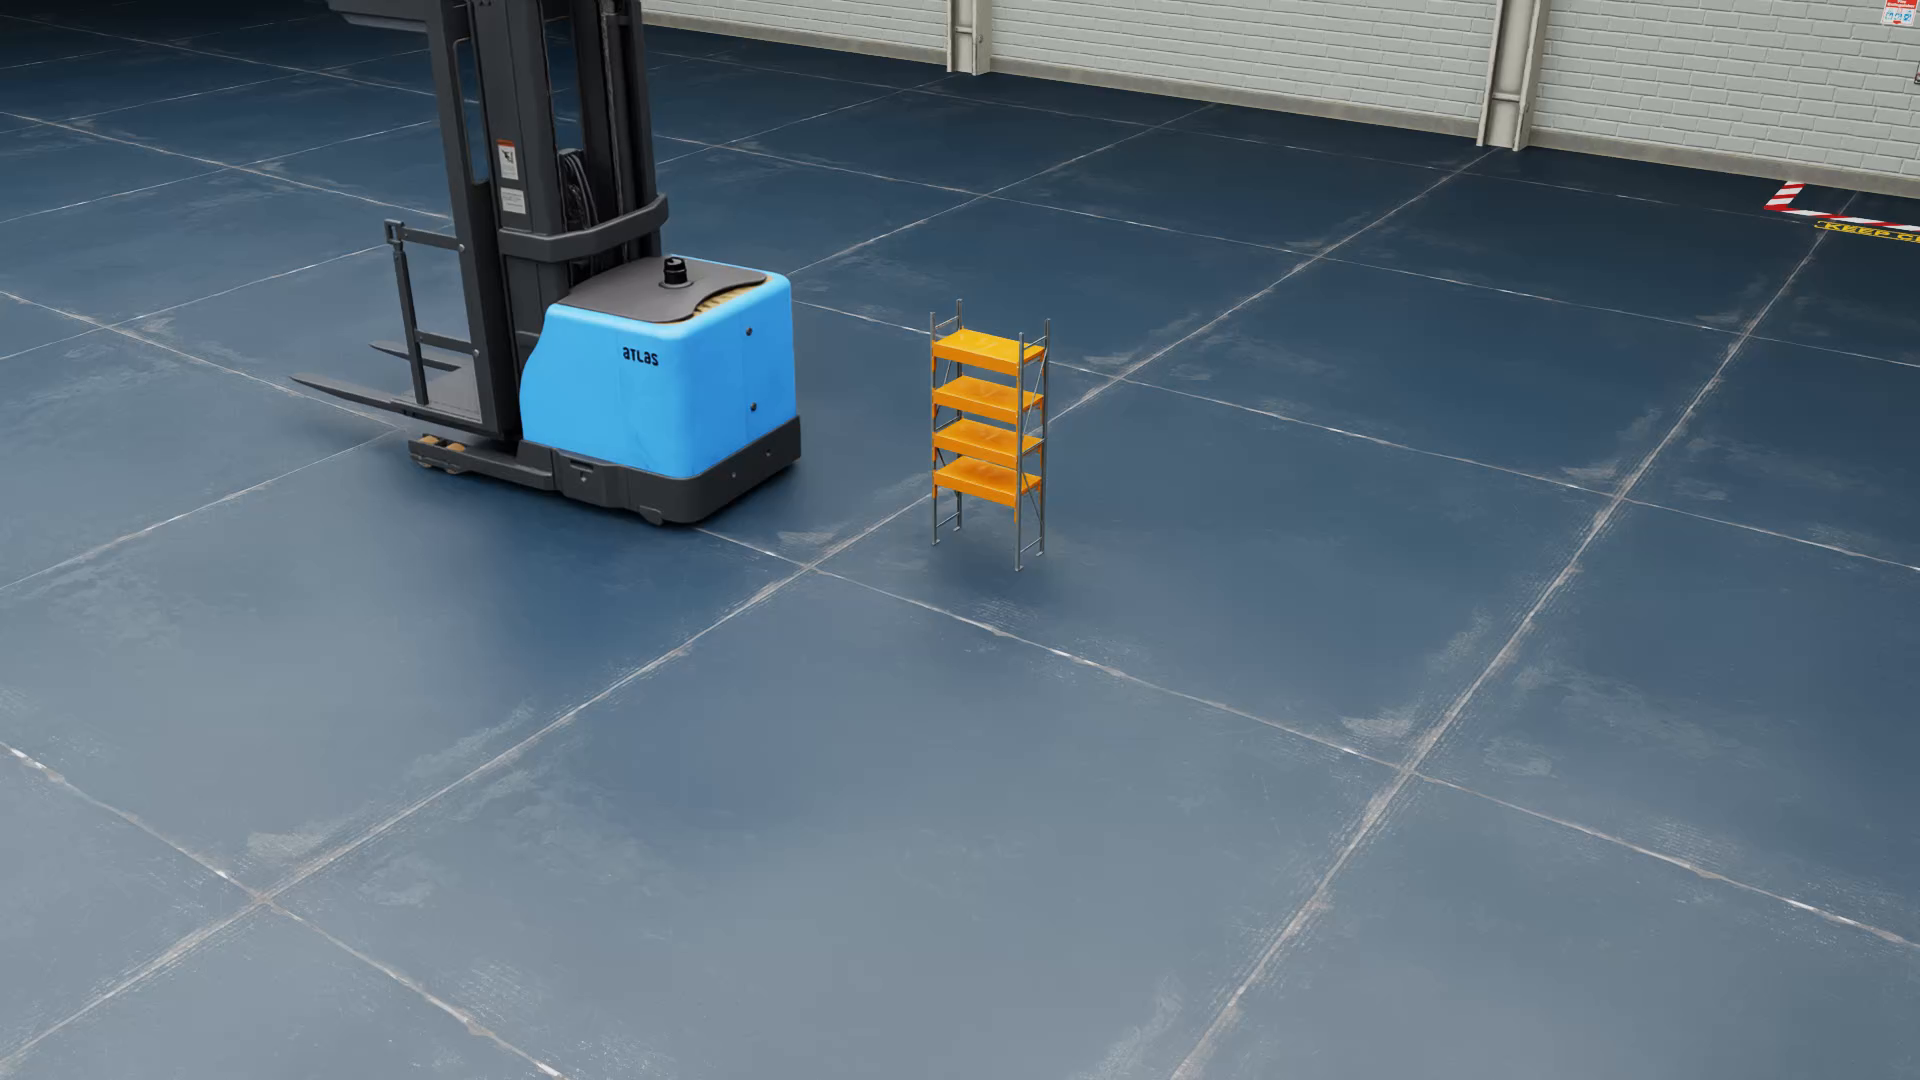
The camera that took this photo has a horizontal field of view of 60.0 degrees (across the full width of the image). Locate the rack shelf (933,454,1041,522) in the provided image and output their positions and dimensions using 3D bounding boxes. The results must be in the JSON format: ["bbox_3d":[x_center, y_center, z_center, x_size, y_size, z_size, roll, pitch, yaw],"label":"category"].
[{"bbox_3d":[0.136,-0.255,8.015,0.480,0.148,0.258,17,32,30],"label":"rack shelf"}]

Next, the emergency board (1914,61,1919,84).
[{"bbox_3d":[7.981,-4.130,13.059,0.626,1.169,0.157,17,32,30],"label":"emergency board"}]

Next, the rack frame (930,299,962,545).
[{"bbox_3d":[-0.065,-0.555,8.017,0.015,1.200,0.240,17,32,30],"label":"rack frame"}]

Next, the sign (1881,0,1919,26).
[{"bbox_3d":[7.580,-4.318,13.387,0.234,0.329,0.001,17,32,30],"label":"sign"}]

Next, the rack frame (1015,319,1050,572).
[{"bbox_3d":[0.338,-0.430,7.771,0.015,1.200,0.240,17,32,30],"label":"rack frame"}]

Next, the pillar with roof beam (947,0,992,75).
[{"bbox_3d":[-2.336,-7.618,13.298,0.400,9.000,9.100,17,32,30],"label":"pillar with roof beam"}]

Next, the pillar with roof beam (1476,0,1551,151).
[{"bbox_3d":[2.610,-6.077,10.270,0.400,9.000,9.100,17,32,30],"label":"pillar with roof beam"}]

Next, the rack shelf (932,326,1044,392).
[{"bbox_3d":[0.136,-0.842,7.716,0.480,0.148,0.258,17,32,30],"label":"rack shelf"}]

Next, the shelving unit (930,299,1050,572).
[{"bbox_3d":[0.136,-0.492,7.894,0.503,1.200,0.258,17,32,30],"label":"shelving unit"}]

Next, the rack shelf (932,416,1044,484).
[{"bbox_3d":[0.136,-0.432,7.925,0.480,0.148,0.258,17,32,30],"label":"rack shelf"}]

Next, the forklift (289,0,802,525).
[{"bbox_3d":[-2.397,-1.851,8.655,3.031,2.935,1.130,14,30,26],"label":"forklift"}]

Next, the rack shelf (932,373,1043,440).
[{"bbox_3d":[0.136,-0.632,7.823,0.480,0.148,0.258,17,32,30],"label":"rack shelf"}]
